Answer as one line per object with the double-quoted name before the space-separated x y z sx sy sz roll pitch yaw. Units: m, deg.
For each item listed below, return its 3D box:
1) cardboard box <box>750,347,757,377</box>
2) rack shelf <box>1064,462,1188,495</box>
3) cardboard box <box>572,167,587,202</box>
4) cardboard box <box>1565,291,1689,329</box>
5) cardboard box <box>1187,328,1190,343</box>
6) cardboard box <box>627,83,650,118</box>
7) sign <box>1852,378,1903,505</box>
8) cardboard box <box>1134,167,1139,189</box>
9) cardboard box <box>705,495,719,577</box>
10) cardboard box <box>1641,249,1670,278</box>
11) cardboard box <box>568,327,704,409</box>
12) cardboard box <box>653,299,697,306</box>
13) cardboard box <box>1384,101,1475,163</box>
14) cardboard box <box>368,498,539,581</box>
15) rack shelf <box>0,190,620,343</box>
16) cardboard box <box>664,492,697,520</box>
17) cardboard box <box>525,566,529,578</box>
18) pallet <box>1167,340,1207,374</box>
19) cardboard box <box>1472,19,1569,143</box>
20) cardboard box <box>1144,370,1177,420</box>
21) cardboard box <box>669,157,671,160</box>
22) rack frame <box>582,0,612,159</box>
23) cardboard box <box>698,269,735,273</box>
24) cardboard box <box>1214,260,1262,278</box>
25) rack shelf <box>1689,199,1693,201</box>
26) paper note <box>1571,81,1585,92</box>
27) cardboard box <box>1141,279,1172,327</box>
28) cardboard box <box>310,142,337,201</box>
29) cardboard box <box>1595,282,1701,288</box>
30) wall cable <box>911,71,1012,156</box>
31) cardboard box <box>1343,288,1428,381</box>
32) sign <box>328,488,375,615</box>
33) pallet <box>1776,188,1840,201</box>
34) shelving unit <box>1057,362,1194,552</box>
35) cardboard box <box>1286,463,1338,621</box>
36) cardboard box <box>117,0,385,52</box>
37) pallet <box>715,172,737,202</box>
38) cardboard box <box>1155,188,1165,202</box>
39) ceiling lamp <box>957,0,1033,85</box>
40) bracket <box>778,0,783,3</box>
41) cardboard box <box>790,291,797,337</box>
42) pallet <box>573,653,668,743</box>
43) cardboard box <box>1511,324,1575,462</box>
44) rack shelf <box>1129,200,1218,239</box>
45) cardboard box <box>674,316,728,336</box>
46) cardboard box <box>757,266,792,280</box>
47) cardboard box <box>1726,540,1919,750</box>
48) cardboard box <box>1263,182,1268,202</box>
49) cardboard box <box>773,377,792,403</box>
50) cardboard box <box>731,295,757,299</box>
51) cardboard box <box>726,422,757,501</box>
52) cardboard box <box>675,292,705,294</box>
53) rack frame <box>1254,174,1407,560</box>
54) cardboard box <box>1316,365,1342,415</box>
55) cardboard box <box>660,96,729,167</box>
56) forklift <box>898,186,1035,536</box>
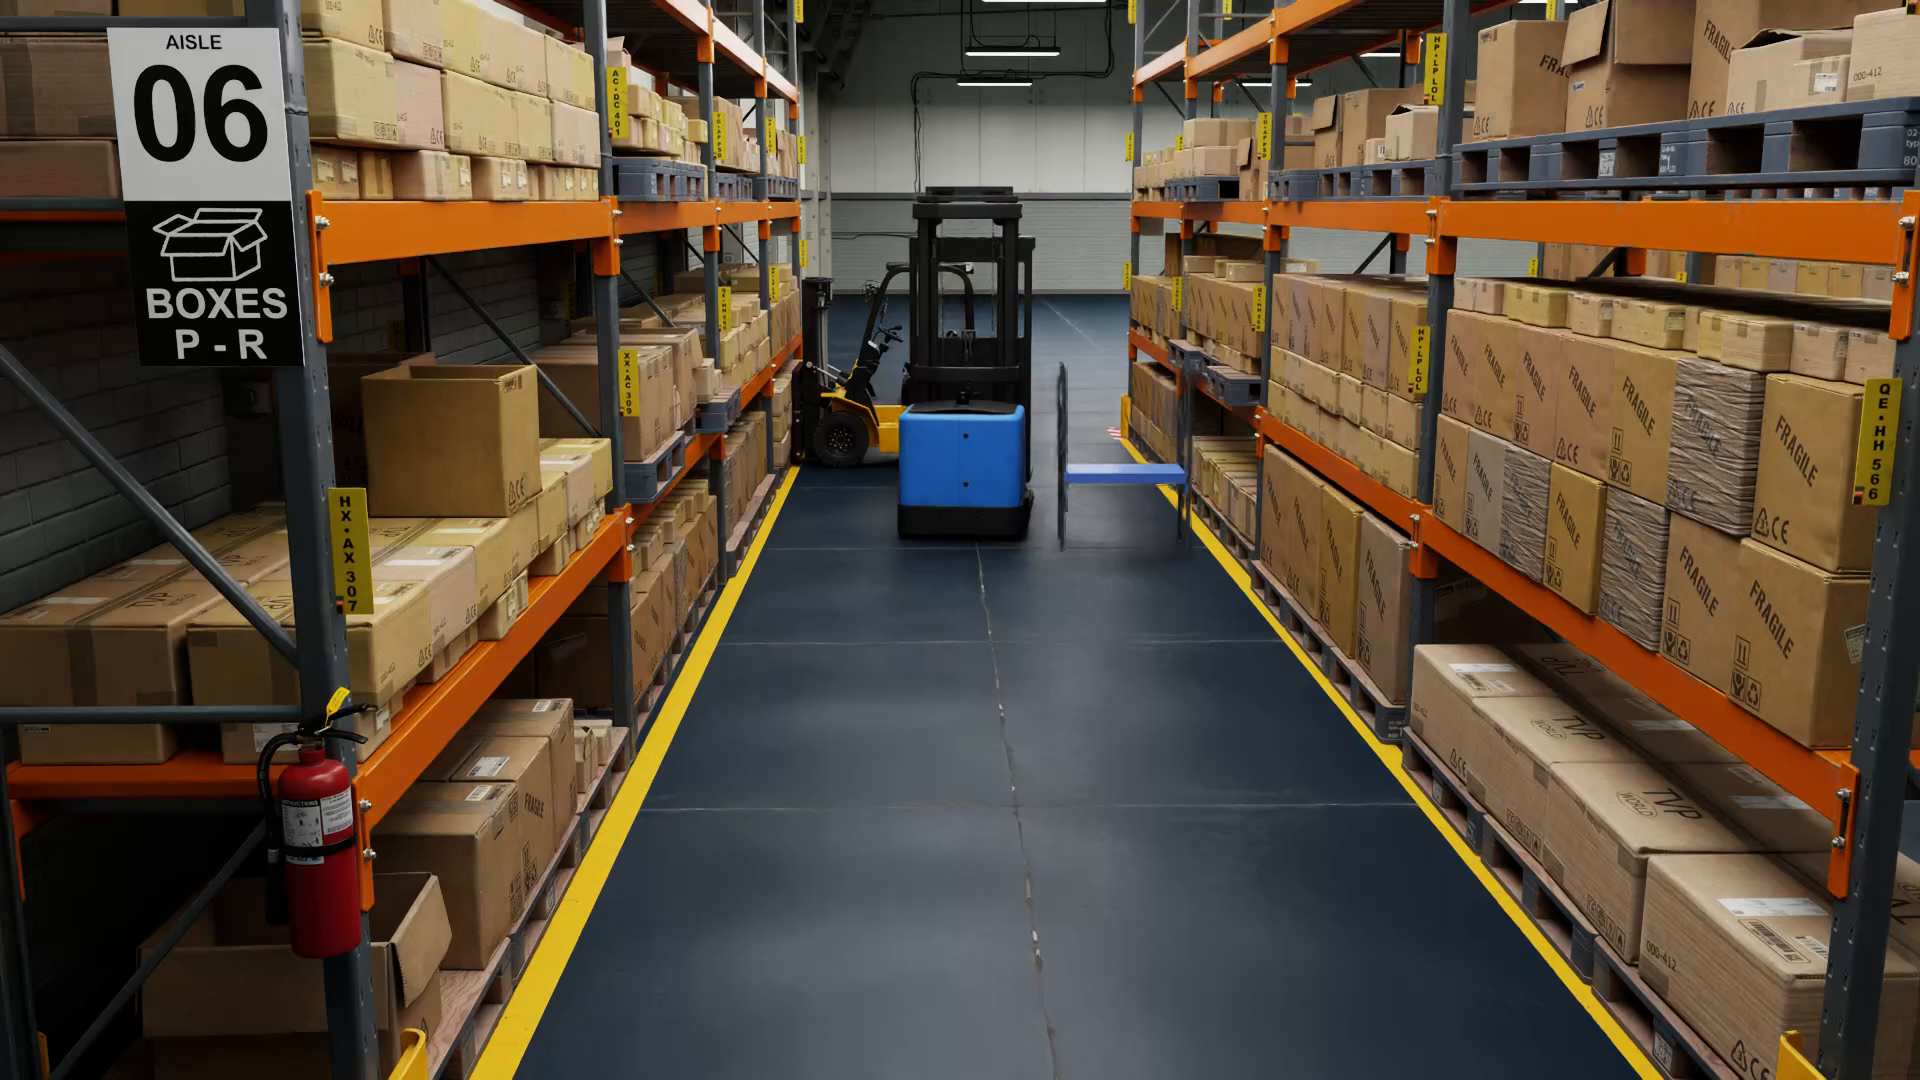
"cardboard box" -2.061 -1.558 14.571 0.500 0.250 0.500 0 11 -1
"rack shelf" 1.345 -0.511 13.708 1.000 0.185 0.538 0 11 0
"cardboard box" -1.858 -1.567 7.326 0.380 0.149 0.250 0 11 -1
"cardboard box" 2.623 -0.899 6.551 0.380 0.149 0.250 0 11 -1
"cardboard box" 2.330 -1.922 15.564 0.380 0.149 0.250 0 11 0
"cardboard box" -1.731 -2.148 8.133 0.380 0.149 0.250 0 11 0
"sign" 2.339 -0.249 4.234 0.100 0.325 0.005 0 11 -1
"cardboard box" 2.296 -4.187 19.237 0.500 0.250 0.500 0 11 -2
"cardboard box" -2.022 -0.032 11.902 0.500 0.500 0.500 0 11 0
"cardboard box" 7.480 -2.776 17.104 0.875 0.550 0.550 0 11 -1
"cardboard box" -2.027 -1.067 10.457 0.797 0.503 0.637 -1 11 -2
"cardboard box" -2.552 -2.071 14.842 0.380 0.149 0.250 0 11 -2
"cardboard box" 2.571 -2.167 8.818 0.500 0.311 0.500 0 11 -1
"cardboard box" -1.877 -0.010 6.193 0.500 0.250 0.500 -1 11 -3
"rack shelf" -2.122 -1.059 5.999 1.077 0.370 4.000 0 11 -1
"cardboard box" -1.984 -0.229 11.243 0.380 0.149 0.250 -1 11 -3
"cardboard box" -1.942 0.104 6.632 0.380 0.149 0.250 0 11 0
"pallet" 2.505 -1.704 15.396 1.003 0.211 1.213 0 11 -1
"cardboard box" 2.602 -2.016 7.349 0.500 0.500 0.500 0 11 0
"cardboard box" 2.310 -1.601 18.382 0.500 0.500 0.500 0 11 0
"cardboard box" -2.028 -2.454 10.439 0.380 0.149 0.250 0 11 -1
"rack frame" -2.163 -3.279 7.589 1.000 3.000 0.127 0 11 -1
"cardboard box" -2.605 -2.809 17.731 0.380 0.149 0.250 0 11 0
"cardboard box" 2.416 -2.358 14.452 0.380 0.149 0.250 0 11 2
"rack shelf" 7.540 -3.506 18.060 1.077 0.370 4.000 0 11 -1
"paper note" 2.257 -1.658 6.076 0.006 0.032 0.123 0 11 -1
"cardboard box" 2.310 -2.641 18.532 0.500 0.500 0.500 0 11 -2
"cardboard box" -1.854 -0.955 4.310 0.380 0.149 0.250 0 11 0
"cardboard box" 3.016 -1.055 7.315 0.380 0.149 0.250 0 11 -1
"wall cable" 0.048 -13.041 50.816 3.097 2.526 0.112 0 11 -1
"cardboard box" 2.530 -1.191 9.617 0.500 0.500 0.500 0 11 1
"sign" -1.538 0.030 4.191 0.100 0.325 0.005 0 11 -1
"pallet" 7.571 -2.923 13.854 1.003 0.211 1.213 0 11 1
"shelving unit" 1.345 -0.687 13.672 1.048 1.500 0.538 0 11 0
"cardboard box" 2.662 -0.005 10.826 0.875 0.875 0.875 0 11 0
"cardboard box" -1.838 -1.420 4.343 0.500 0.250 0.500 0 11 -2
"pallet" -2.349 -2.646 12.488 1.213 0.211 1.003 0 11 1
"cardboard box" 2.311 -3.716 17.919 0.380 0.149 0.250 -1 11 -3
"ceiling lamp" 0.911 -13.598 43.771 2.000 3.185 0.800 0 11 -1
"bracket" -3.129 -9.079 27.123 0.076 0.066 4.783 0 11 -1
"cardboard box" -2.137 -2.573 18.948 0.500 0.500 0.500 0 11 1
"pallet" -2.218 0.866 9.259 1.003 0.211 1.213 0 11 -1
"cardboard box" 2.571 -0.601 6.712 0.500 0.500 0.500 0 11 0
"rack shelf" 2.593 -3.465 17.861 1.077 0.370 4.000 0 11 -1
"cardboard box" -1.964 -1.619 12.610 0.380 0.149 0.250 0 11 0
"cardboard box" -2.077 -2.965 18.497 0.380 0.149 0.250 0 11 0
"cardboard box" 2.608 0.291 4.828 0.500 0.500 0.500 0 11 -1
"cardboard box" 2.487 -2.613 12.484 0.380 0.149 0.250 0 11 -1
"cardboard box" -2.047 -1.575 17.625 0.500 0.250 0.500 0 11 1
"cardboard box" -2.076 -2.178 15.367 0.380 0.149 0.250 0 11 -2
"cardboard box" -2.298 -0.713 14.947 0.875 0.625 0.625 0 11 -2
"cardboard box" -2.592 -2.359 16.260 0.380 0.149 0.250 0 11 -1
"rack frame" 2.717 -1.155 12.209 1.000 3.000 0.127 0 11 -1
"cardboard box" 2.485 -0.922 10.180 0.500 0.250 0.500 0 11 0
"cardboard box" -2.017 -3.053 12.460 0.500 0.500 0.500 0 11 -1
"forklift" 0.115 -1.711 15.119 1.130 2.935 3.031 1 12 5
